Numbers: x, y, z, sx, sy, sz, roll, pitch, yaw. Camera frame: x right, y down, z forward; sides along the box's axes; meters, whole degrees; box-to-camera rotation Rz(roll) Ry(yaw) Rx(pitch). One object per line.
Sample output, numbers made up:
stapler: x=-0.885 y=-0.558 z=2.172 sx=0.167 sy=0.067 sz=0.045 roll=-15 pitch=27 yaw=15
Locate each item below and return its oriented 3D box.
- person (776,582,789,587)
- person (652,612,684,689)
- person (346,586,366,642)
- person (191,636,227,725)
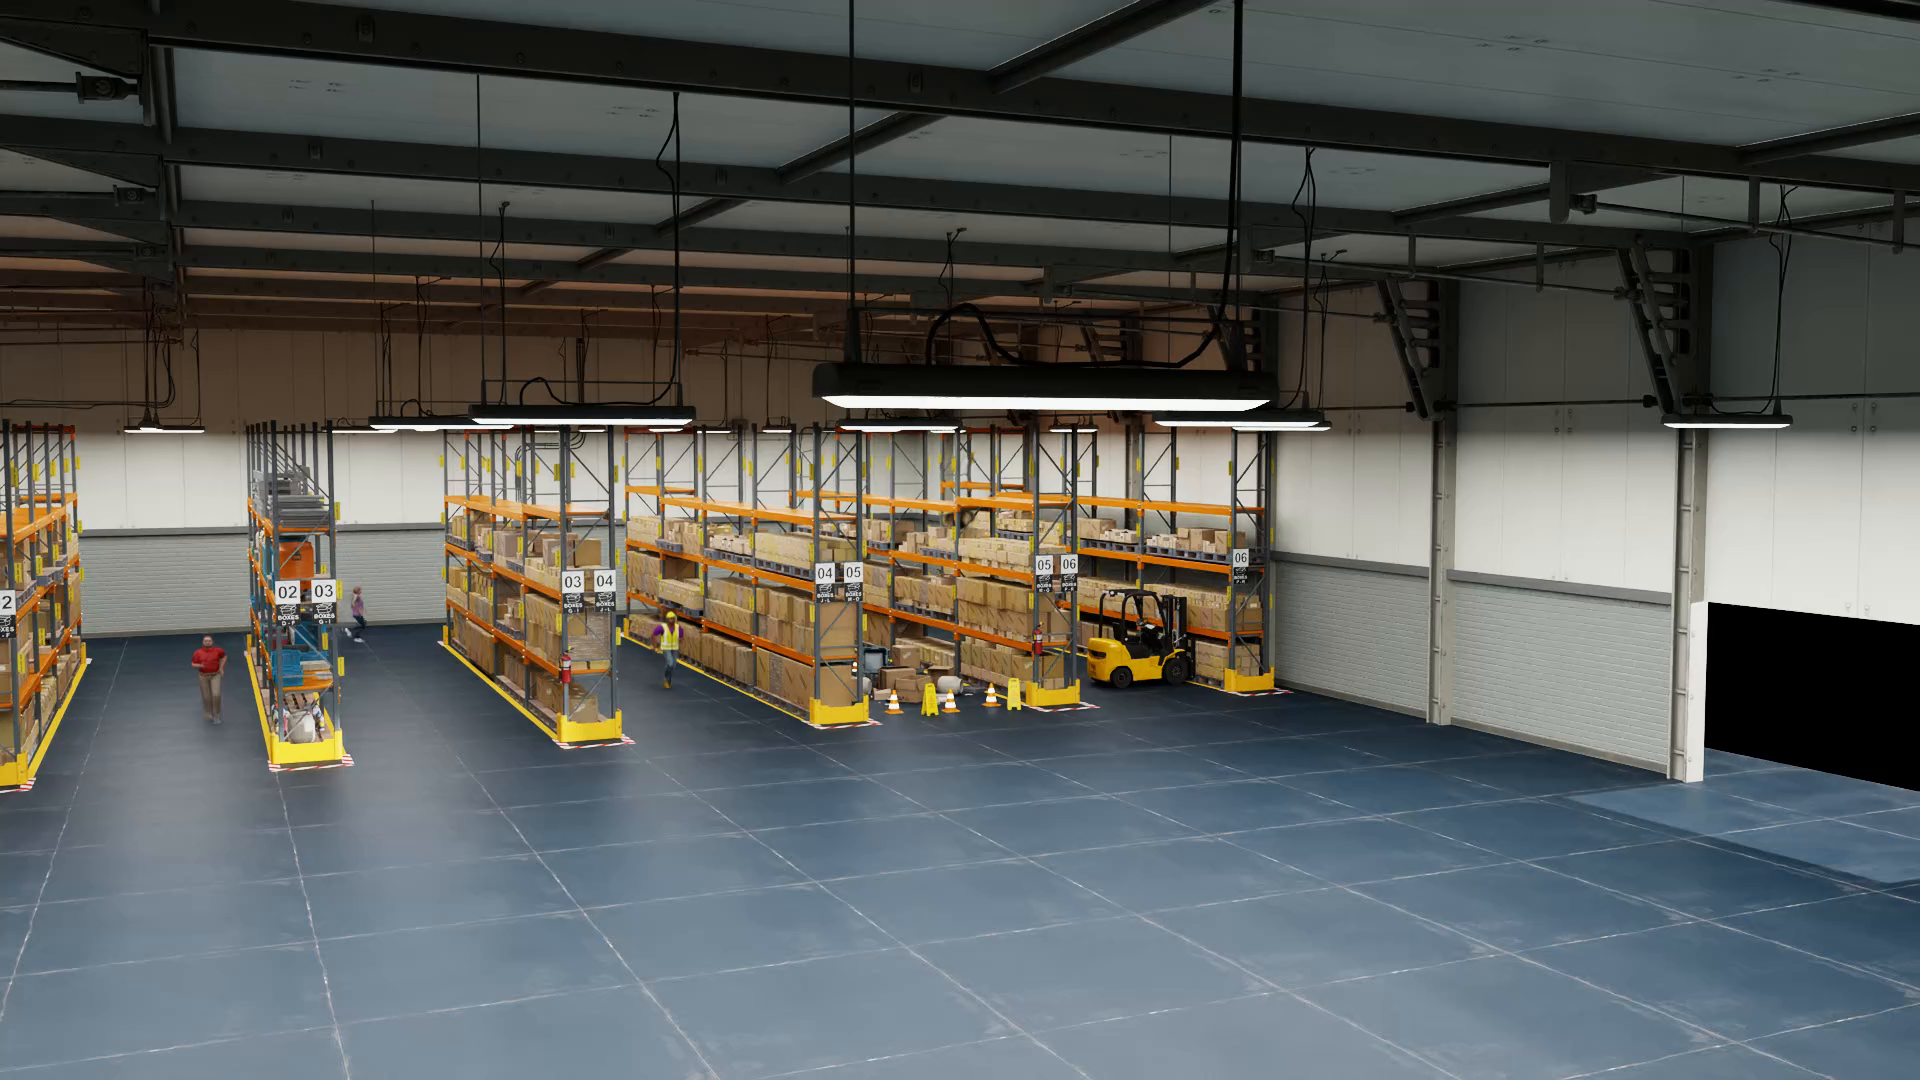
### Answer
person: x=-5.387 y=1.668 z=51.073 sx=0.906 sy=1.779 sz=0.678 roll=0 pitch=4 yaw=0
person: x=-6.545 y=2.498 z=37.562 sx=0.675 sy=1.750 sz=0.771 roll=-2 pitch=4 yaw=-35
person: x=-16.819 y=2.078 z=46.281 sx=0.546 sy=1.551 sz=0.549 roll=-1 pitch=4 yaw=-17
person: x=-14.971 y=2.807 z=33.167 sx=0.639 sy=1.796 sz=0.795 roll=-2 pitch=4 yaw=-23
